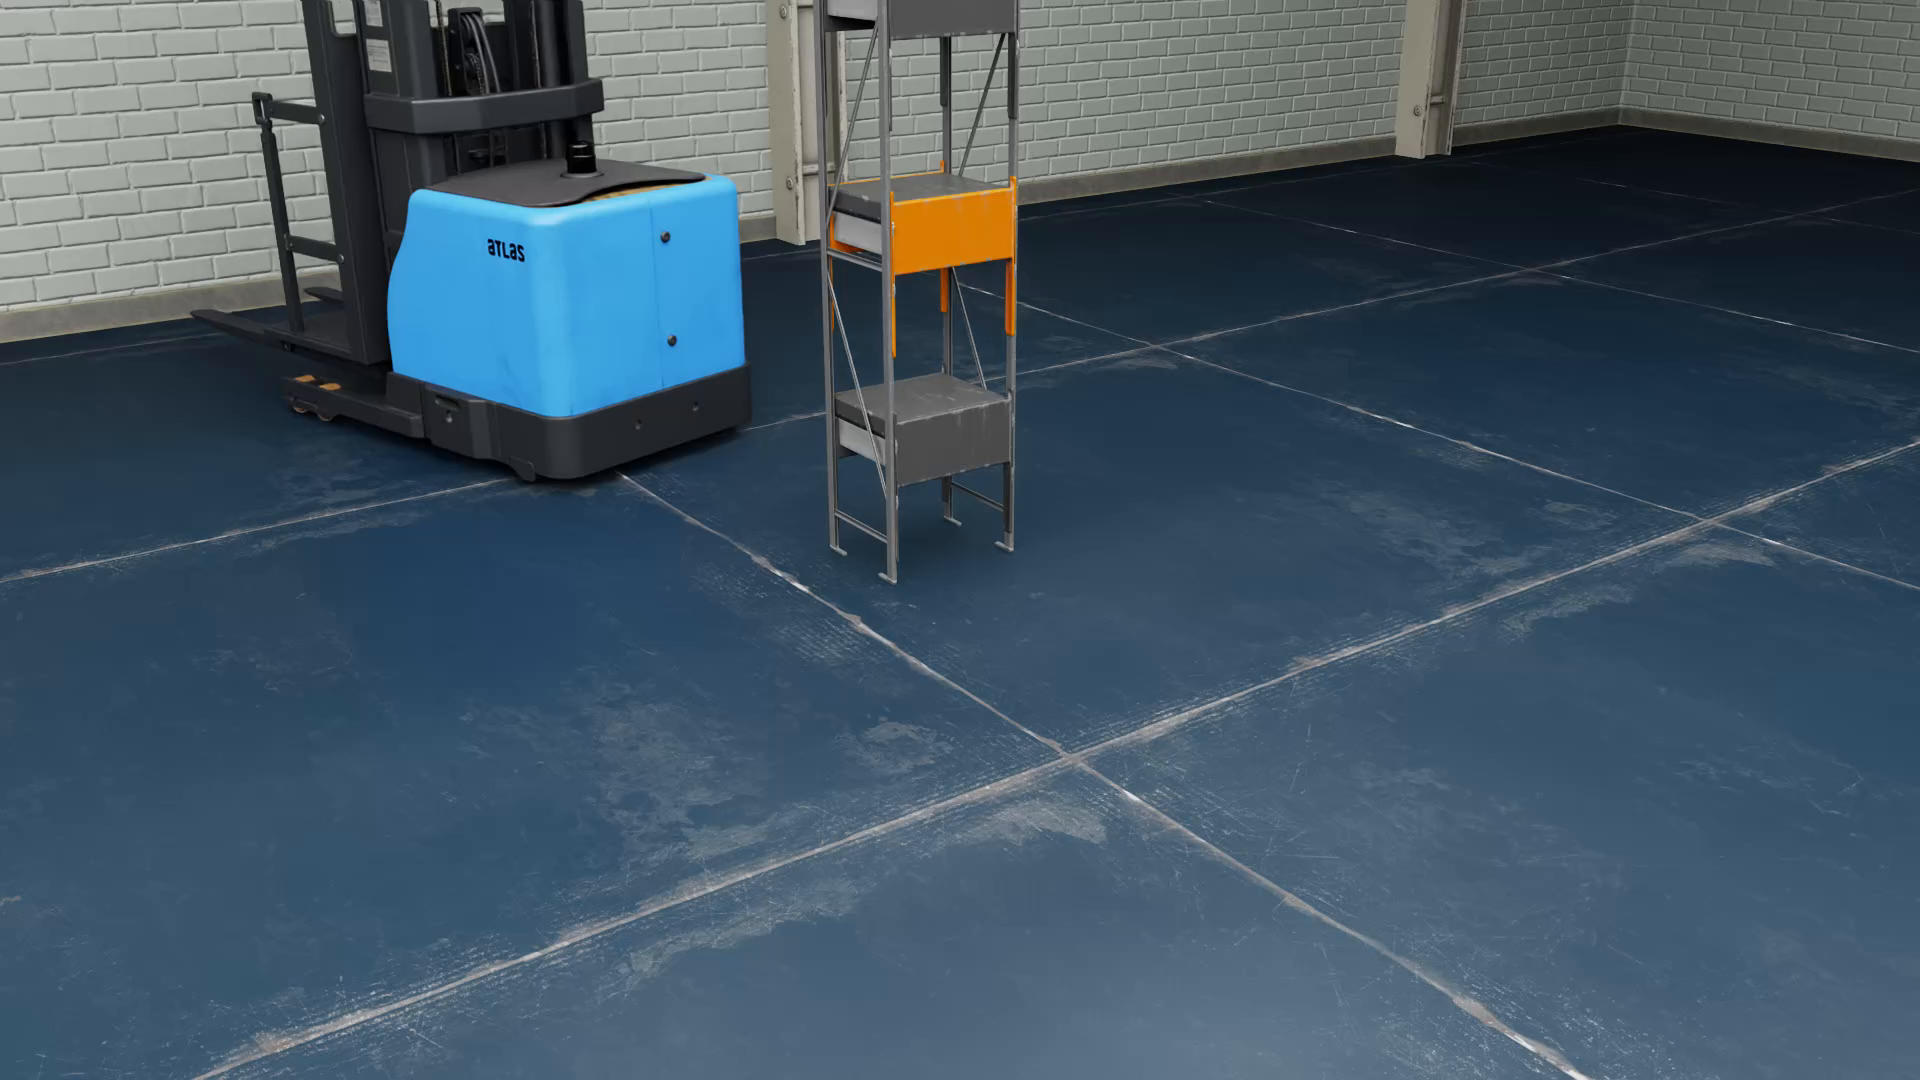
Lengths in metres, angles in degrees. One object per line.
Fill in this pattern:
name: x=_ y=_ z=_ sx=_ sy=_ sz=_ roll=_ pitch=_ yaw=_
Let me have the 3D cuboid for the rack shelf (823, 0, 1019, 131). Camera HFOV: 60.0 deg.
rack shelf: x=-0.134 y=-1.577 z=5.163 sx=0.480 sy=0.518 sz=0.431 roll=-15 pitch=26 yaw=-33

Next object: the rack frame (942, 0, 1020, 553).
rack frame: x=0.064 y=-0.992 z=5.550 sx=0.015 sy=2.100 sz=0.400 roll=-15 pitch=26 yaw=-33

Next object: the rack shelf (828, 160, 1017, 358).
rack shelf: x=-0.134 y=-0.927 z=5.423 sx=0.480 sy=0.518 sz=0.431 roll=-15 pitch=26 yaw=-33

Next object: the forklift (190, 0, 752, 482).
forklift: x=-2.344 y=-2.008 z=6.974 sx=3.031 sy=2.935 sz=1.130 roll=16 pitch=27 yaw=35

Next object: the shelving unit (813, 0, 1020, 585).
shelving unit: x=-0.134 y=-0.939 z=5.417 sx=0.503 sy=2.100 sz=0.431 roll=-15 pitch=26 yaw=-33

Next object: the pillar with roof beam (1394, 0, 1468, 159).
pillar with roof beam: x=6.424 y=-6.152 z=9.173 sx=0.400 sy=9.000 sz=9.100 roll=-15 pitch=26 yaw=-33

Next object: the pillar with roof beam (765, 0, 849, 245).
pillar with roof beam: x=1.554 y=-4.854 z=5.918 sx=0.400 sy=9.000 sz=9.100 roll=-15 pitch=26 yaw=-33

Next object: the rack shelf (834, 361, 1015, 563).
rack shelf: x=-0.134 y=-0.277 z=5.682 sx=0.480 sy=0.518 sz=0.431 roll=-15 pitch=26 yaw=-33

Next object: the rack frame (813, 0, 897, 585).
rack frame: x=-0.332 y=-0.887 z=5.285 sx=0.015 sy=2.100 sz=0.400 roll=-15 pitch=26 yaw=-33
